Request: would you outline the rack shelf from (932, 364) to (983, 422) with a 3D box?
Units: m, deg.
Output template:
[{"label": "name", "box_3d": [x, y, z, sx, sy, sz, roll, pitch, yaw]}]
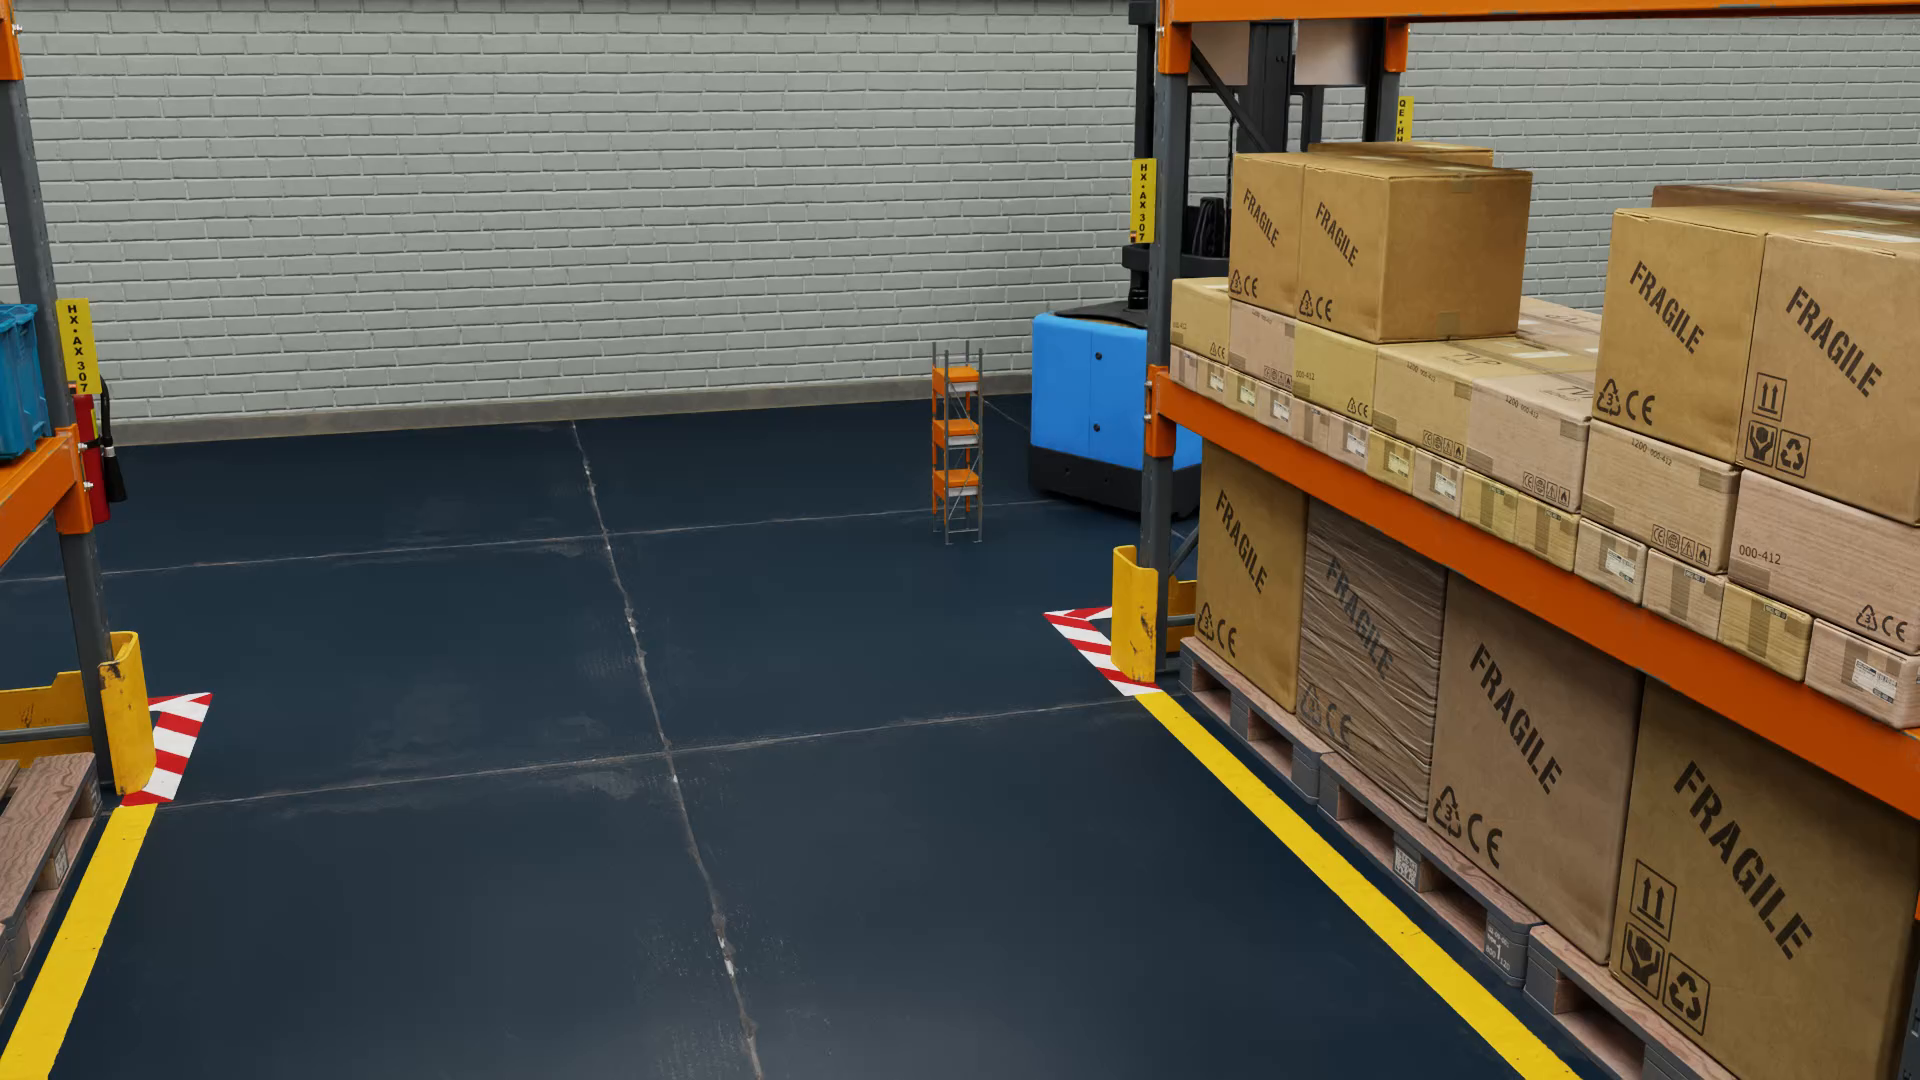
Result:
[{"label": "rack shelf", "box_3d": [-0.015, -0.779, 8.772, 0.215, 0.259, 0.240, -5, 17, -15]}]

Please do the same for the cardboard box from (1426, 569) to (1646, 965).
[{"label": "cardboard box", "box_3d": [2.001, 0.566, 4.818, 0.875, 0.875, 0.875, -5, 17, -15]}]

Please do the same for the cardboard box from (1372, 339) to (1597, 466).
[{"label": "cardboard box", "box_3d": [1.558, -0.410, 4.845, 0.500, 0.250, 0.500, -5, 17, -16]}]

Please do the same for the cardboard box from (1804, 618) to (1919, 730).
[{"label": "cardboard box", "box_3d": [1.954, 0.249, 3.346, 0.380, 0.149, 0.250, -5, 17, -15]}]

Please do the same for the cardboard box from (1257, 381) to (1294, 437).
[{"label": "cardboard box", "box_3d": [1.249, -0.461, 5.710, 0.380, 0.149, 0.250, -5, 17, -16]}]

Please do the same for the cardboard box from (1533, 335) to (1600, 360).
[{"label": "cardboard box", "box_3d": [2.068, -0.452, 4.987, 0.500, 0.250, 0.500, -5, 17, -15]}]

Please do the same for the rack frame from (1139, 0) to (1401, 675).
[{"label": "rack frame", "box_3d": [1.254, -0.919, 6.799, 1.000, 3.000, 0.127, -5, 17, -15]}]

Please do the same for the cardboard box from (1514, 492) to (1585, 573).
[{"label": "cardboard box", "box_3d": [1.671, -0.036, 4.294, 0.380, 0.149, 0.250, -4, 17, -14]}]

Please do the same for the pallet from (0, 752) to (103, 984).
[{"label": "pallet", "box_3d": [-3.319, 1.039, 5.127, 1.003, 0.211, 1.213, -5, 17, -15]}]

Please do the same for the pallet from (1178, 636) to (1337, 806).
[{"label": "pallet", "box_3d": [1.549, 0.631, 6.484, 1.003, 0.211, 1.213, -5, 17, -15]}]

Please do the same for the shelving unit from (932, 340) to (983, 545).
[{"label": "shelving unit", "box_3d": [-0.015, -0.518, 8.850, 0.215, 1.050, 0.252, -5, 17, -15]}]

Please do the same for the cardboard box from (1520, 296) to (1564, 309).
[{"label": "cardboard box", "box_3d": [1.781, -0.737, 5.934, 0.500, 0.250, 0.500, -5, 17, -16]}]

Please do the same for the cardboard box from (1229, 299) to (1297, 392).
[{"label": "cardboard box", "box_3d": [1.275, -0.693, 5.788, 0.500, 0.250, 0.500, -5, 17, -16]}]

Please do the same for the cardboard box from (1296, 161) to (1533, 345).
[{"label": "cardboard box", "box_3d": [1.412, -0.914, 5.221, 0.500, 0.500, 0.500, -5, 17, -17]}]

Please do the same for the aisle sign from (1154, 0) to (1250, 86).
[{"label": "aisle sign", "box_3d": [0.945, -2.161, 6.412, 0.394, 0.787, 0.004, -5, 17, -15]}]

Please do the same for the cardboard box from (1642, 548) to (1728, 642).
[{"label": "cardboard box", "box_3d": [1.813, 0.107, 3.820, 0.380, 0.149, 0.250, -5, 17, -16]}]

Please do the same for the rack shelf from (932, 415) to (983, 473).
[{"label": "rack shelf", "box_3d": [-0.015, -0.507, 8.853, 0.215, 0.259, 0.240, -5, 17, -15]}]

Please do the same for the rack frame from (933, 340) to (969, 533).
[{"label": "rack frame", "box_3d": [-0.048, -0.551, 8.963, 0.200, 1.050, 0.008, -5, 17, -15]}]

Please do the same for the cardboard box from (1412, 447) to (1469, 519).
[{"label": "cardboard box", "box_3d": [1.532, -0.177, 4.764, 0.380, 0.149, 0.250, -4, 17, -14]}]

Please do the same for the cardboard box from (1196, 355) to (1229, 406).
[{"label": "cardboard box", "box_3d": [1.106, -0.604, 6.185, 0.380, 0.149, 0.250, -5, 17, -16]}]

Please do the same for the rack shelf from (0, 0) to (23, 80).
[{"label": "rack shelf", "box_3d": [-2.959, -1.067, 3.326, 1.077, 0.370, 4.000, -5, 17, -15]}]

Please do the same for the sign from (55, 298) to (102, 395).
[{"label": "sign", "box_3d": [-2.984, -0.654, 5.632, 0.100, 0.325, 0.005, -5, 17, -15]}]

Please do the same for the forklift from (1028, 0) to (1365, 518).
[{"label": "forklift", "box_3d": [1.813, -1.866, 10.069, 3.031, 2.935, 1.130, -15, 23, -42]}]

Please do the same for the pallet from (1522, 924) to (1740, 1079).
[{"label": "pallet", "box_3d": [2.219, 1.306, 4.237, 1.003, 0.211, 1.213, -5, 17, -15]}]

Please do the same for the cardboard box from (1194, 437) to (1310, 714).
[{"label": "cardboard box", "box_3d": [1.506, 0.068, 6.476, 0.875, 0.875, 0.875, -5, 17, -15]}]

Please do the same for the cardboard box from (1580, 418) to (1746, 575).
[{"label": "cardboard box", "box_3d": [1.835, -0.128, 3.908, 0.500, 0.250, 0.500, -4, 17, -14]}]

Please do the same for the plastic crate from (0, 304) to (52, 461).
[{"label": "plastic crate", "box_3d": [-3.237, -0.496, 5.222, 0.616, 0.435, 0.499, -5, 17, -15]}]

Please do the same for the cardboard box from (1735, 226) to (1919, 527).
[{"label": "cardboard box", "box_3d": [1.969, -0.349, 3.339, 0.500, 0.500, 0.500, -4, 17, -14]}]

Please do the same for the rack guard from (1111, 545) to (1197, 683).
[{"label": "rack guard", "box_3d": [1.247, 0.271, 7.181, 1.175, 0.500, 0.348, -5, 17, -15]}]

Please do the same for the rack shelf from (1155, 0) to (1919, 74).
[{"label": "rack shelf", "box_3d": [1.803, -1.458, 4.629, 1.077, 0.370, 4.000, -5, 17, -15]}]

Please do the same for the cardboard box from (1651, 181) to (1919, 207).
[{"label": "cardboard box", "box_3d": [2.192, -0.676, 4.428, 0.500, 0.500, 0.500, -5, 18, -17]}]

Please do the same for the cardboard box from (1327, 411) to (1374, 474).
[{"label": "cardboard box", "box_3d": [1.390, -0.319, 5.238, 0.380, 0.149, 0.250, -5, 17, -16]}]
